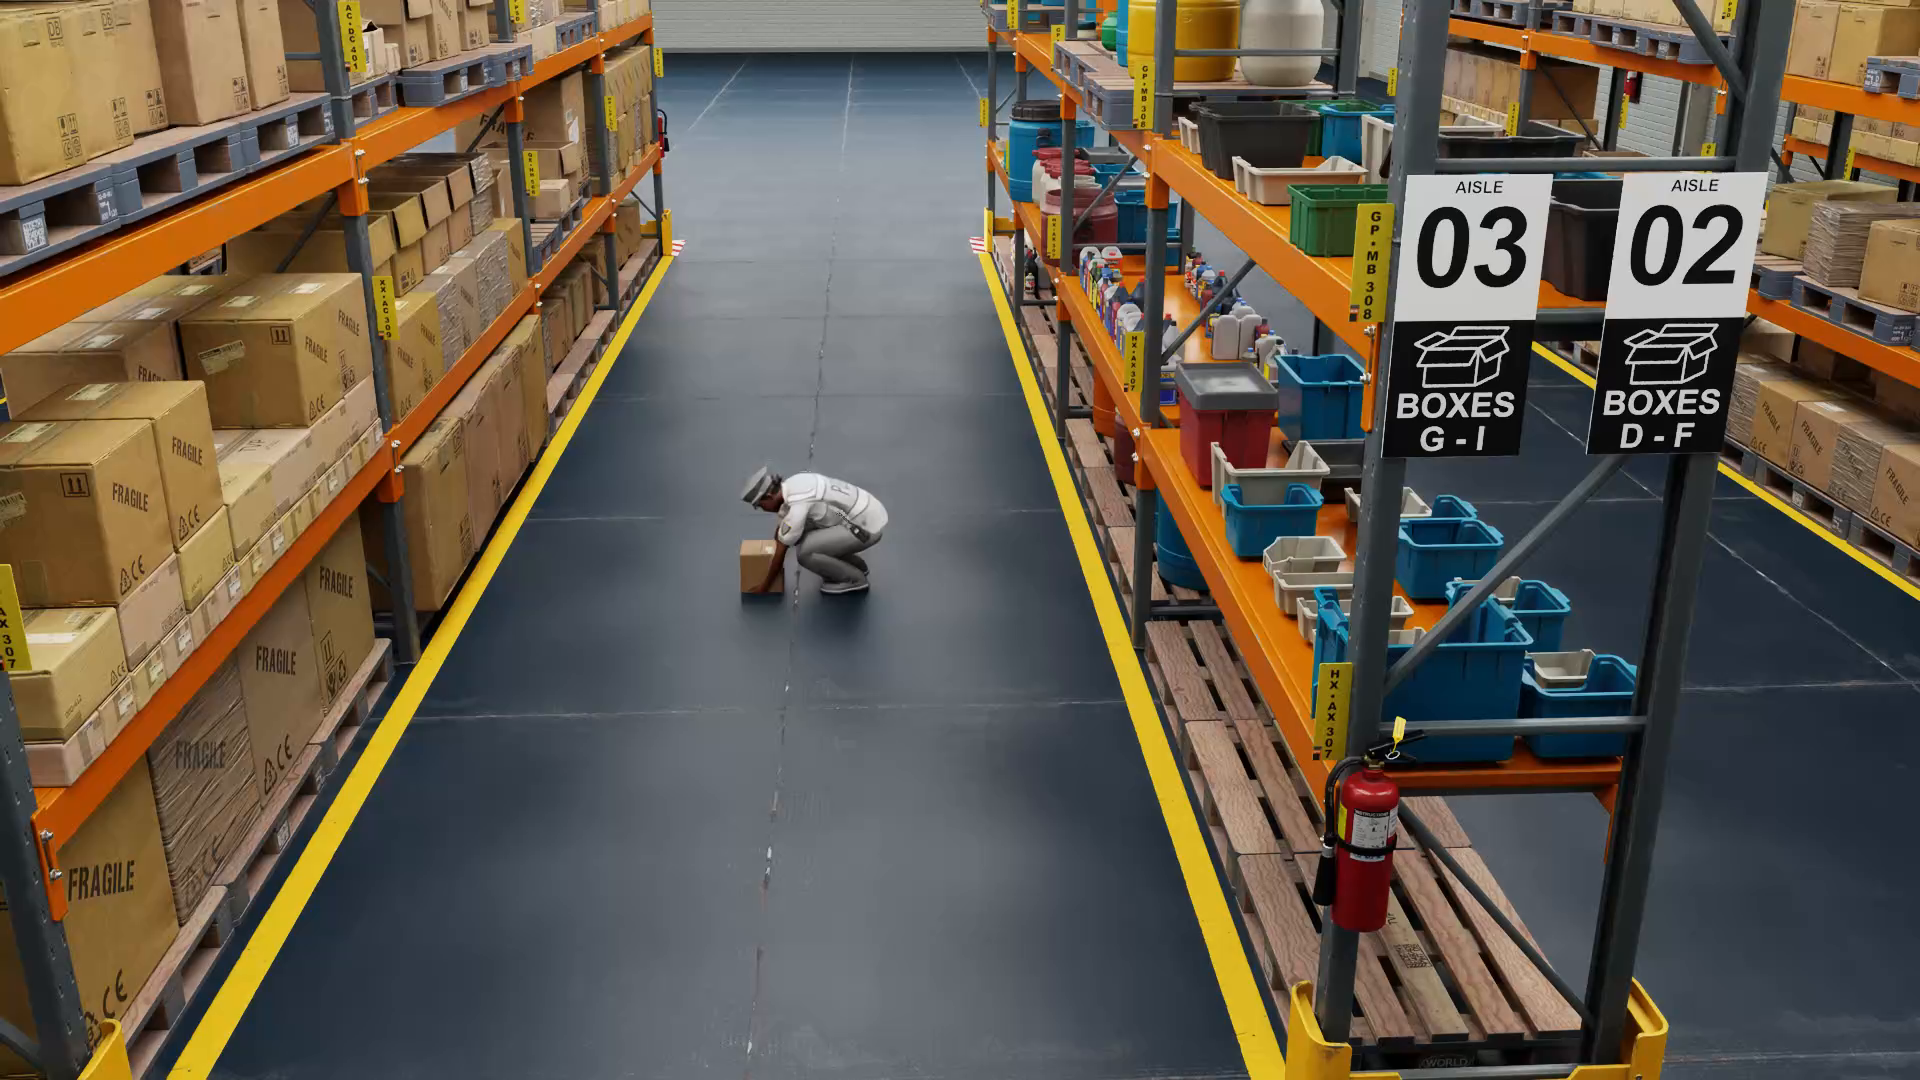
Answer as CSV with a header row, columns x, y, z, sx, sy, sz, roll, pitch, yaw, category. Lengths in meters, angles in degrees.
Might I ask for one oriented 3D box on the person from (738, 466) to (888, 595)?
x,y,z,sx,sy,sz,roll,pitch,yaw,category
-0.882,-0.056,10.093,0.893,0.838,0.478,-1,21,-3,person
